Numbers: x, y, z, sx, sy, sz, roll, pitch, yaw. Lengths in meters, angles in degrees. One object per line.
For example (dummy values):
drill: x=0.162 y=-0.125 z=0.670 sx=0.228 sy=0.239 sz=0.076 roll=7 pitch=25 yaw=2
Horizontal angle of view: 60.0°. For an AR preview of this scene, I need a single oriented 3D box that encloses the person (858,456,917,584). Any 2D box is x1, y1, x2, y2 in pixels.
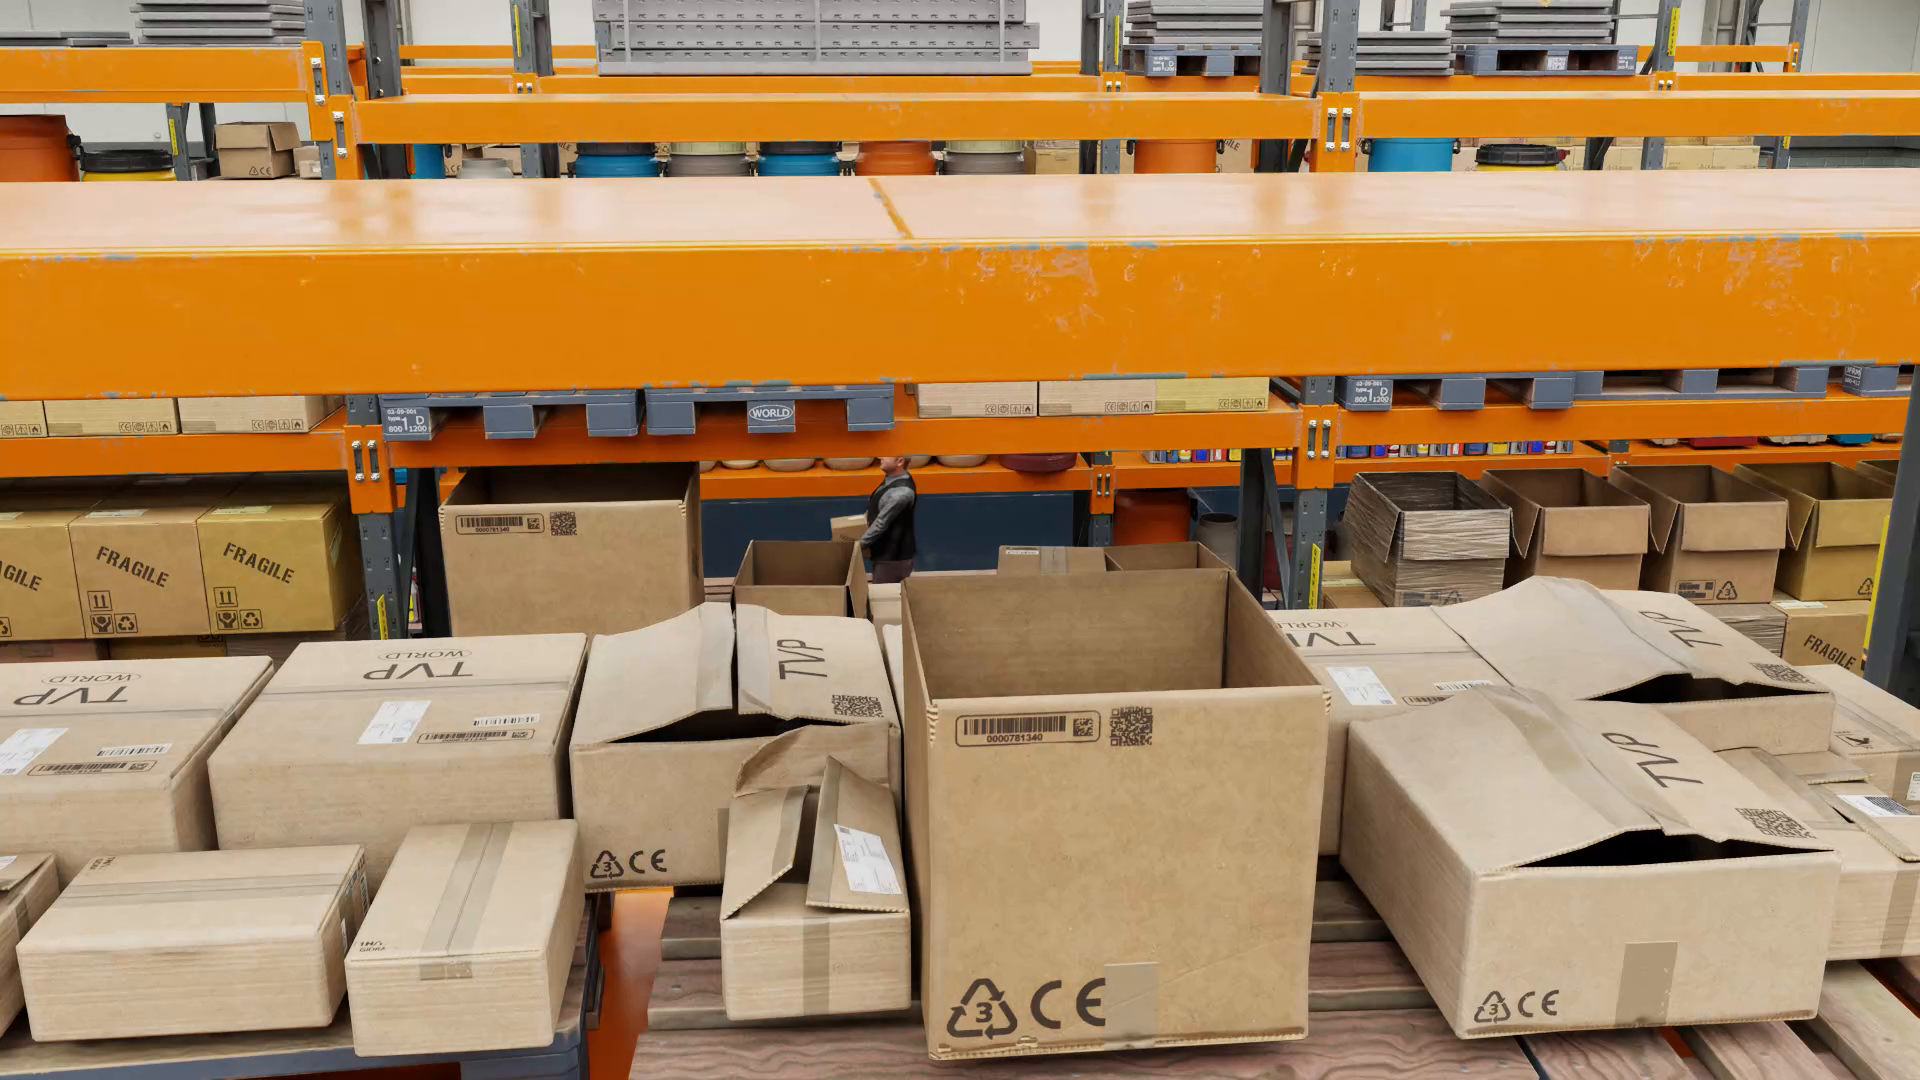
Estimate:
person: x=-0.578 y=0.142 z=11.621 sx=0.538 sy=1.714 sz=0.496 roll=-2 pitch=17 yaw=-6
